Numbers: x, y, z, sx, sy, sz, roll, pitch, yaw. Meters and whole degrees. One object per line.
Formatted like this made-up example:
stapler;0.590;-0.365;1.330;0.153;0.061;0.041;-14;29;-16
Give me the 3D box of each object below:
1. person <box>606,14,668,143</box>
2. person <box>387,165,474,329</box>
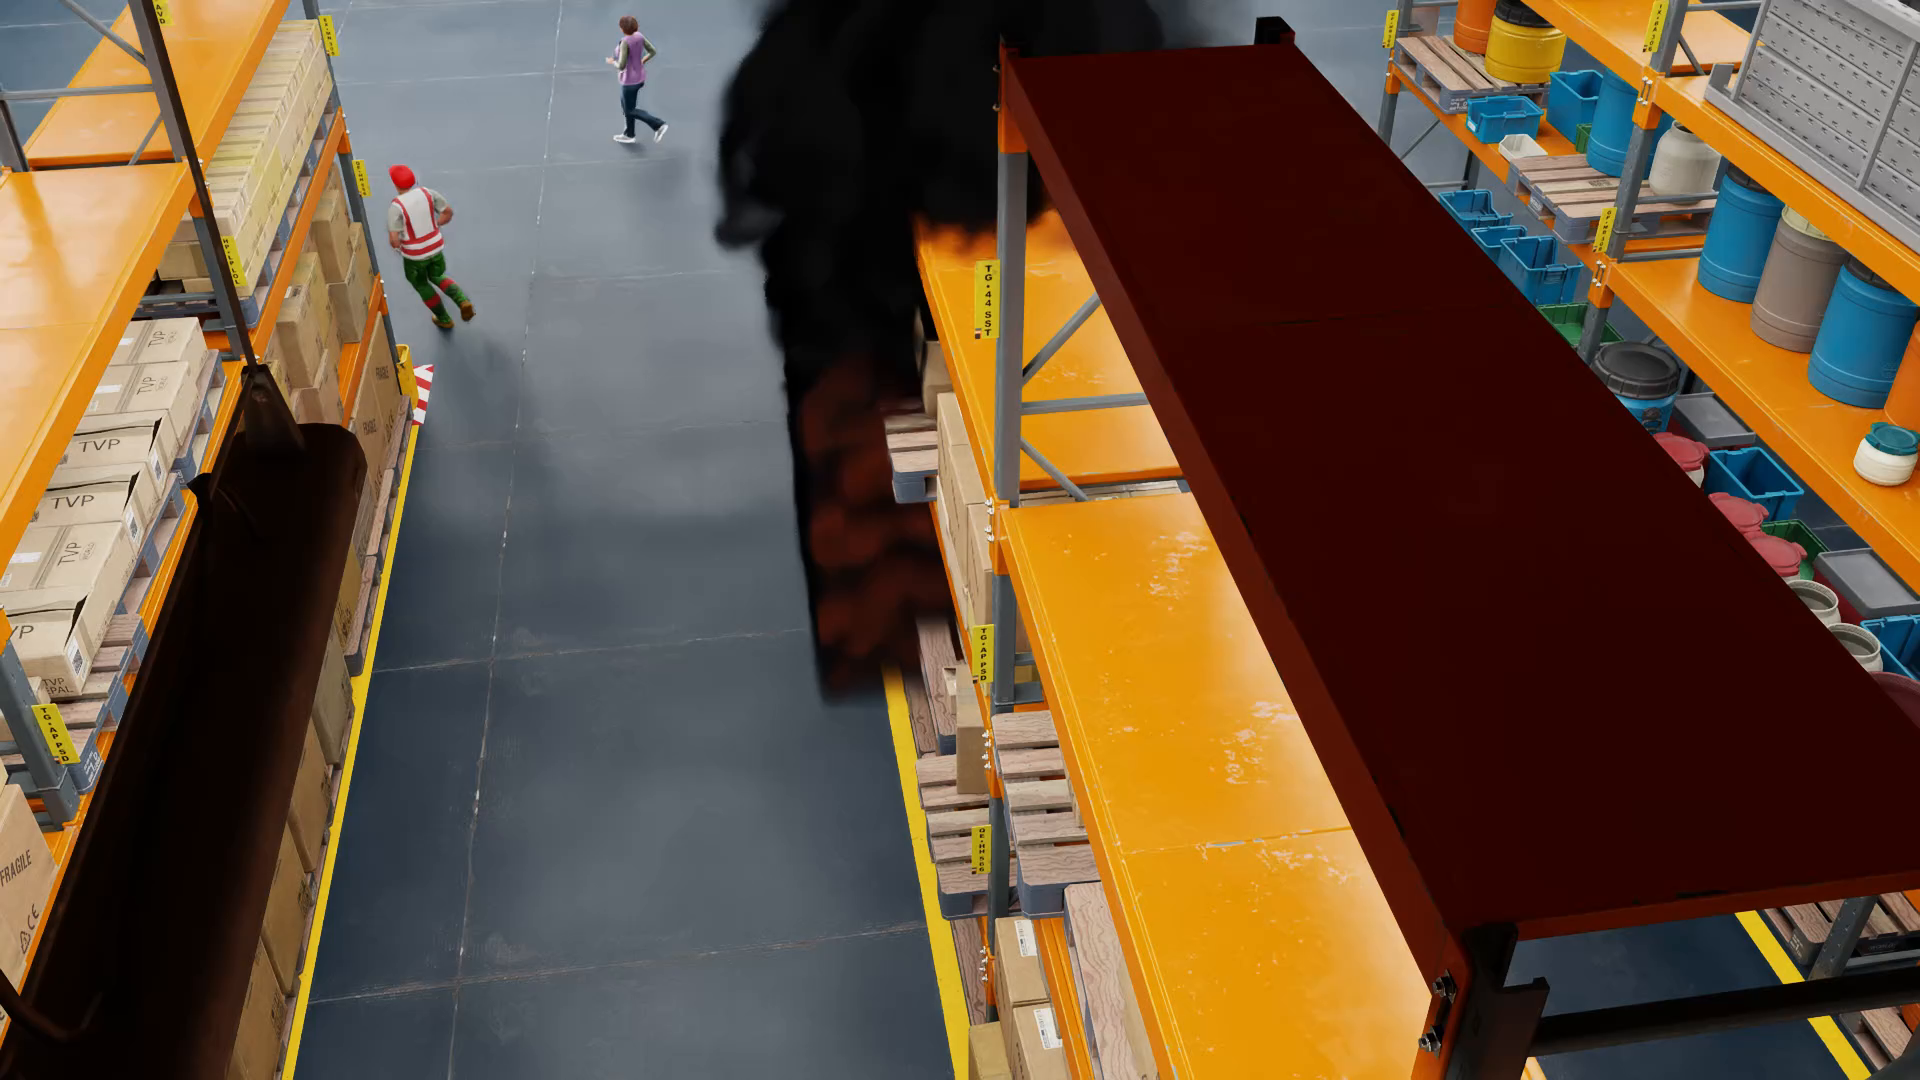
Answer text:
person;-3.785;-5.358;19.417;0.805;1.567;0.548;13;38;17
person;-5.044;-2.717;15.698;0.614;1.737;0.677;29;45;33
